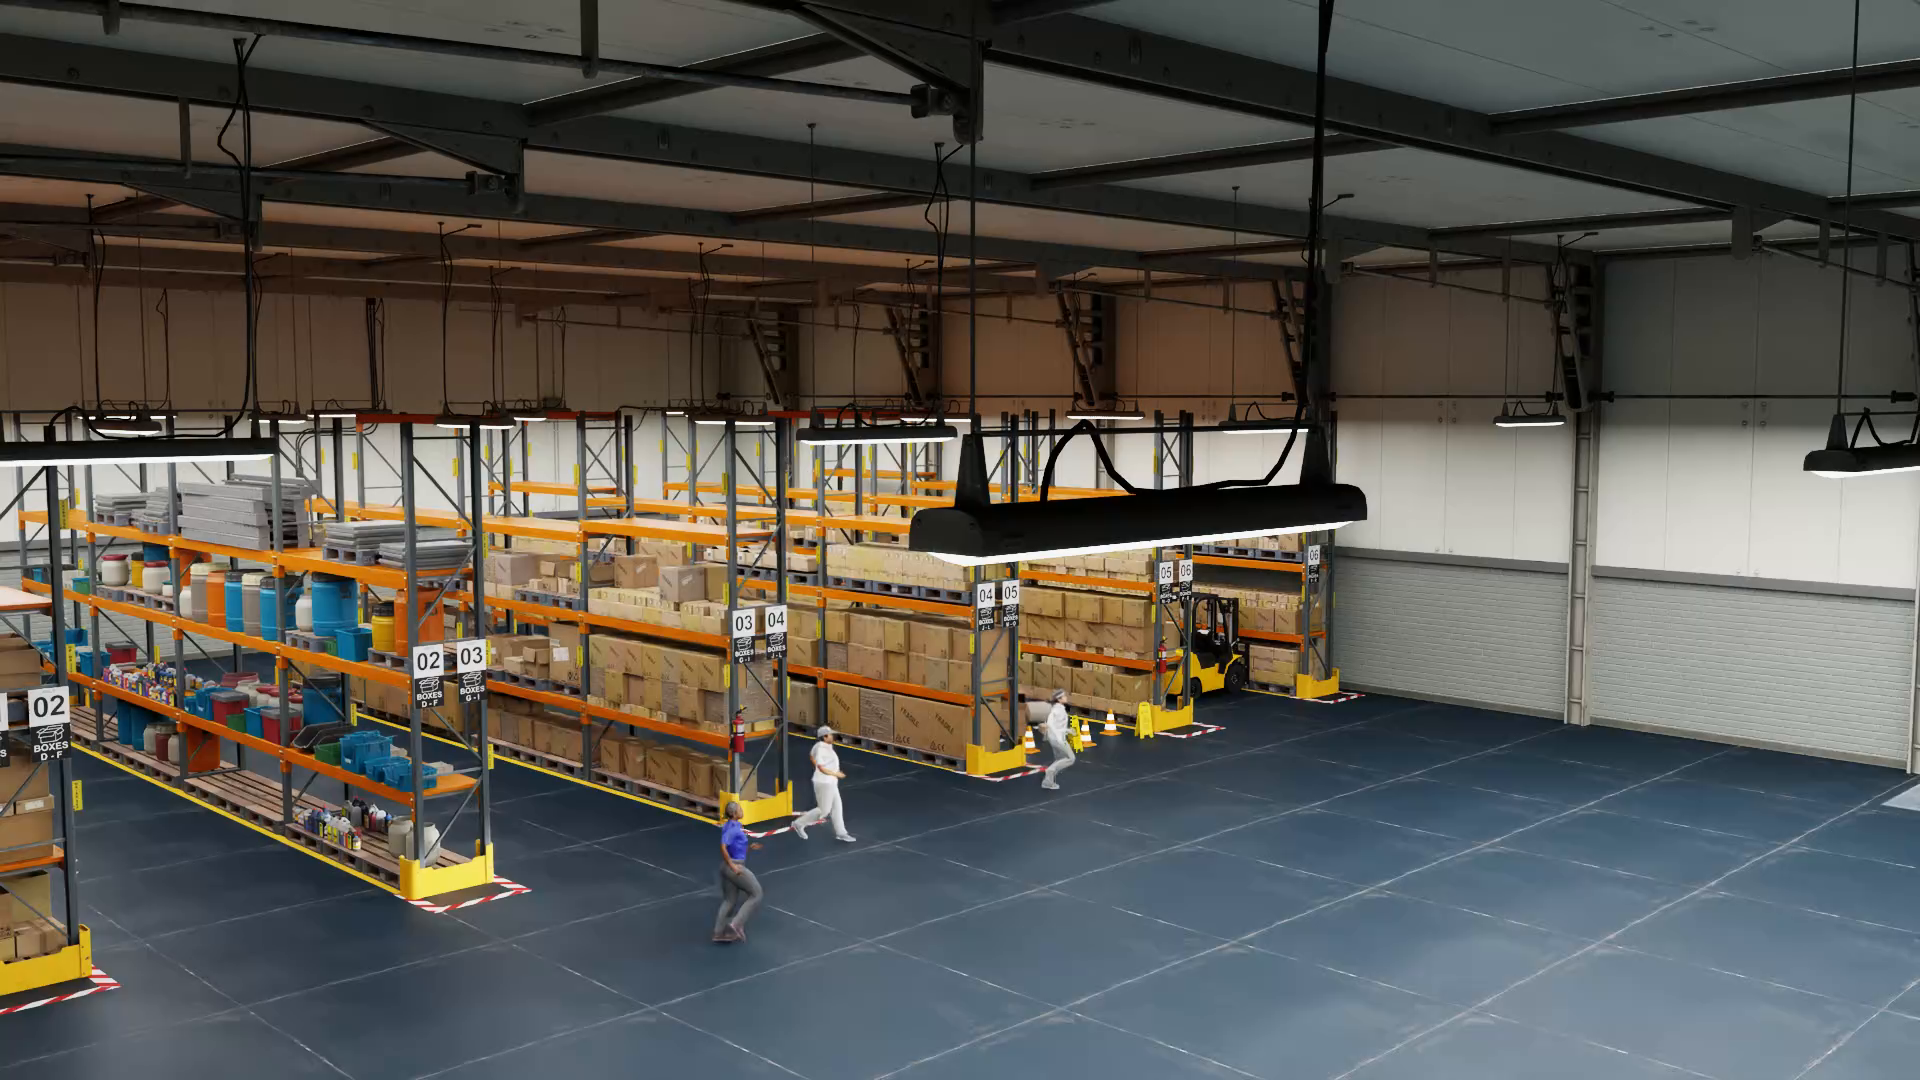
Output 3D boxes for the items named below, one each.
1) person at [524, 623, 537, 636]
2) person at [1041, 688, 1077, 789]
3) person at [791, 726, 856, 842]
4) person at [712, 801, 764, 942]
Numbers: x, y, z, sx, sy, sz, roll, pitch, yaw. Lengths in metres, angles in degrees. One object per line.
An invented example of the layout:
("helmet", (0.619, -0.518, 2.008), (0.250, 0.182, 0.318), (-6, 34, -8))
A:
("person", (-10.589, 1.921, 40.985), (0.889, 1.724, 0.734), (2, 5, 18))
("person", (1.600, 3.189, 26.816), (0.568, 1.617, 0.575), (0, 5, 2))
("person", (-1.932, 3.463, 23.562), (0.917, 1.669, 0.637), (0, 5, -6))
("person", (-2.569, 3.835, 19.251), (0.628, 1.638, 0.561), (-3, 6, -27))
